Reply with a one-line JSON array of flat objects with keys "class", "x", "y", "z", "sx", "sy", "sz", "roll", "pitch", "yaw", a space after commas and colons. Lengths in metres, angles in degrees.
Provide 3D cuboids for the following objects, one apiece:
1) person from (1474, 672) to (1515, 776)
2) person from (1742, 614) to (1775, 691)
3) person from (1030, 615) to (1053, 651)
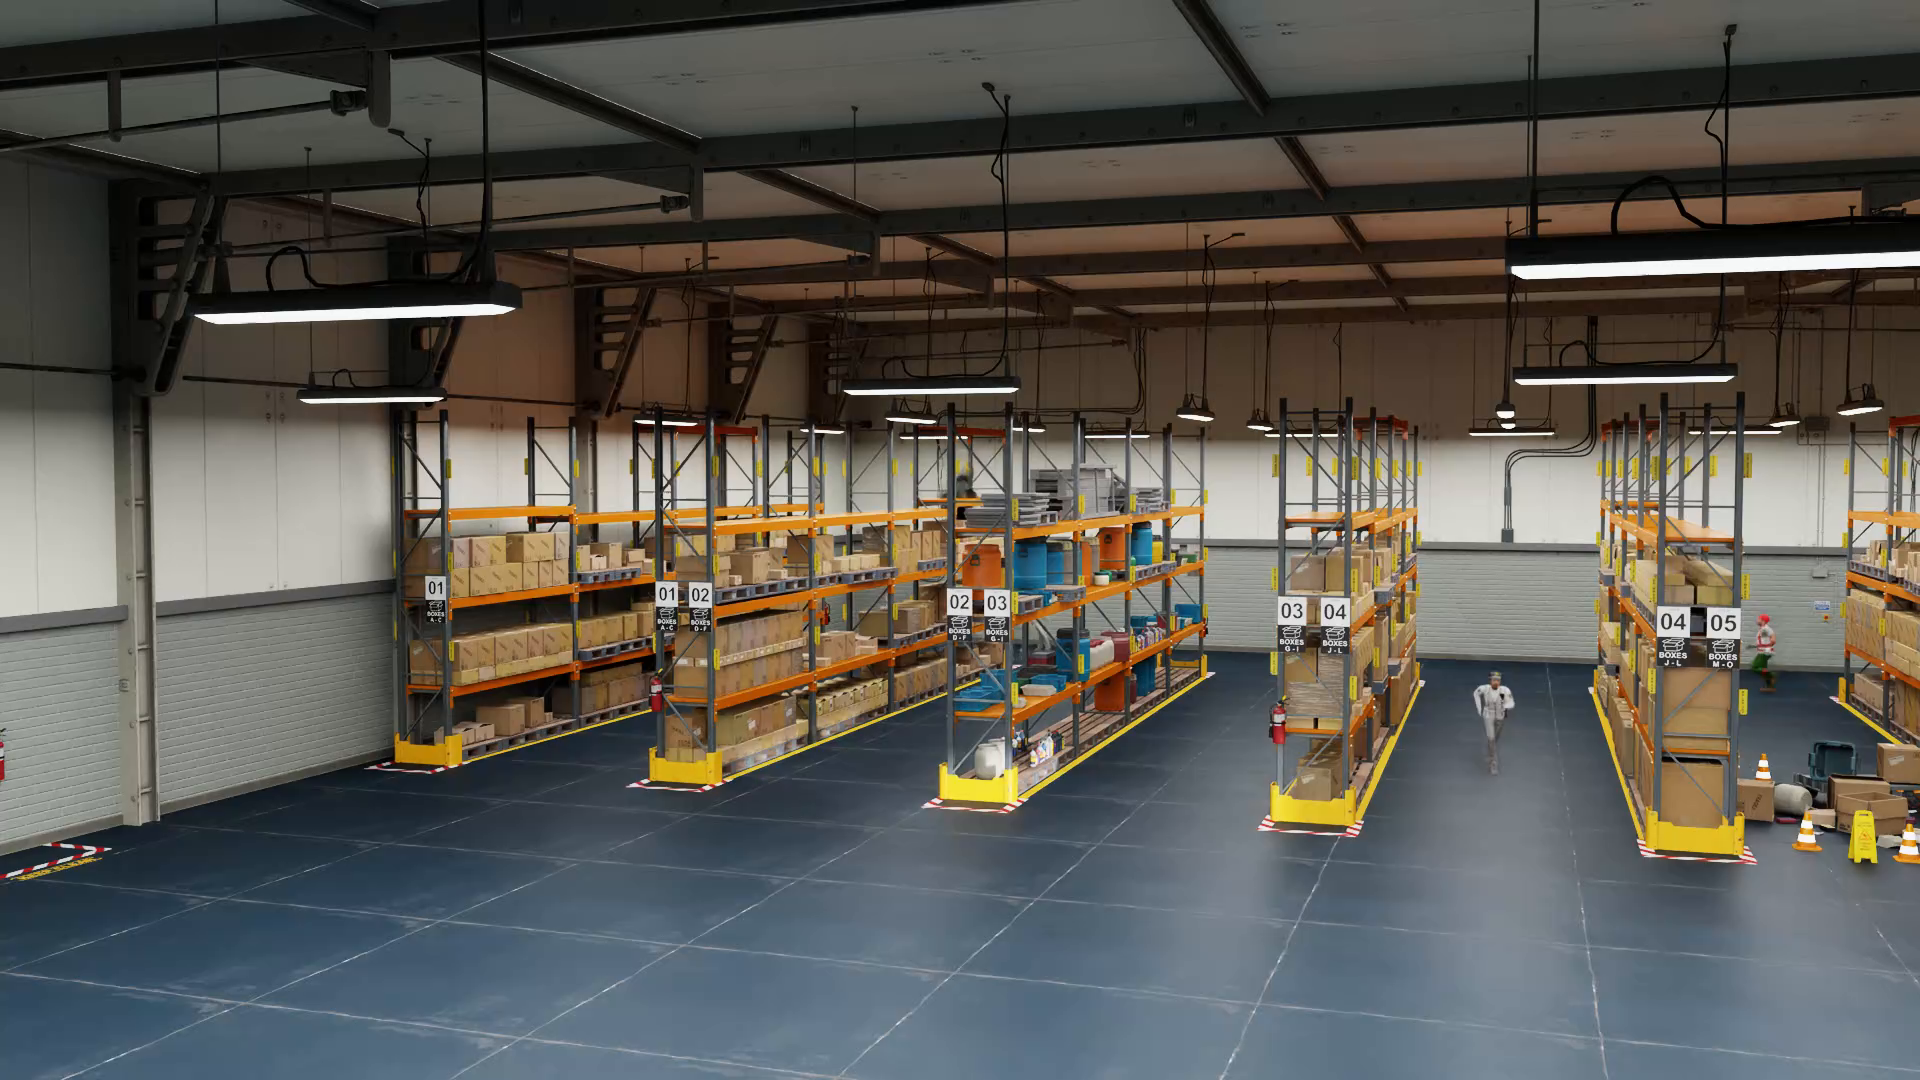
[{"class": "person", "x": 8.850, "y": 2.995, "z": 27.563, "sx": 0.617, "sy": 1.689, "sz": 1.054, "roll": 0, "pitch": 2, "yaw": 8}, {"class": "person", "x": 17.928, "y": 2.526, "z": 37.305, "sx": 0.683, "sy": 1.733, "sz": 0.686, "roll": 1, "pitch": 3, "yaw": 21}, {"class": "person", "x": 2.031, "y": 2.147, "z": 41.768, "sx": 0.624, "sy": 1.651, "sz": 0.888, "roll": -1, "pitch": 3, "yaw": -29}]
